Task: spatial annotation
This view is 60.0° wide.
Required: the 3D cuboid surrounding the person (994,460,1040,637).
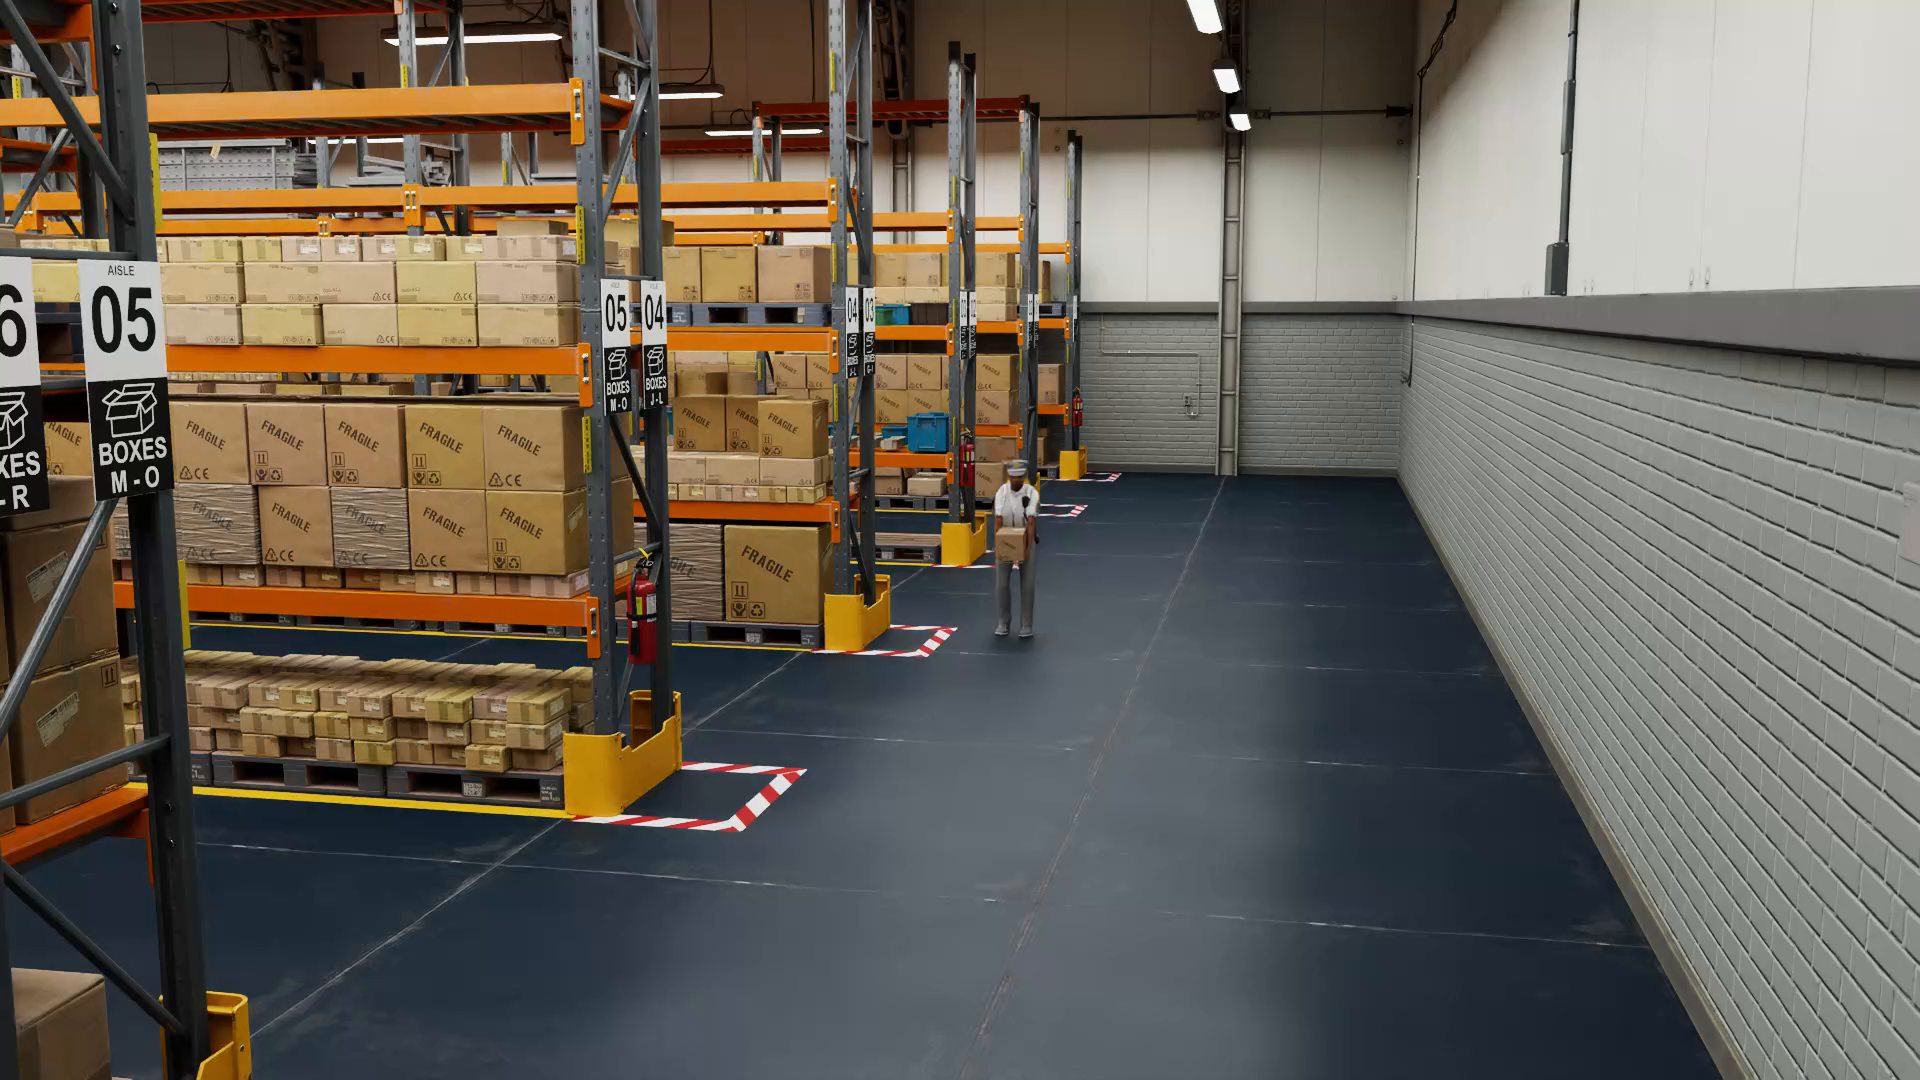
[{"bbox_3d":[0.519,0.075,15.390,0.416,1.646,0.554,1,8,10],"label":"person"}]
